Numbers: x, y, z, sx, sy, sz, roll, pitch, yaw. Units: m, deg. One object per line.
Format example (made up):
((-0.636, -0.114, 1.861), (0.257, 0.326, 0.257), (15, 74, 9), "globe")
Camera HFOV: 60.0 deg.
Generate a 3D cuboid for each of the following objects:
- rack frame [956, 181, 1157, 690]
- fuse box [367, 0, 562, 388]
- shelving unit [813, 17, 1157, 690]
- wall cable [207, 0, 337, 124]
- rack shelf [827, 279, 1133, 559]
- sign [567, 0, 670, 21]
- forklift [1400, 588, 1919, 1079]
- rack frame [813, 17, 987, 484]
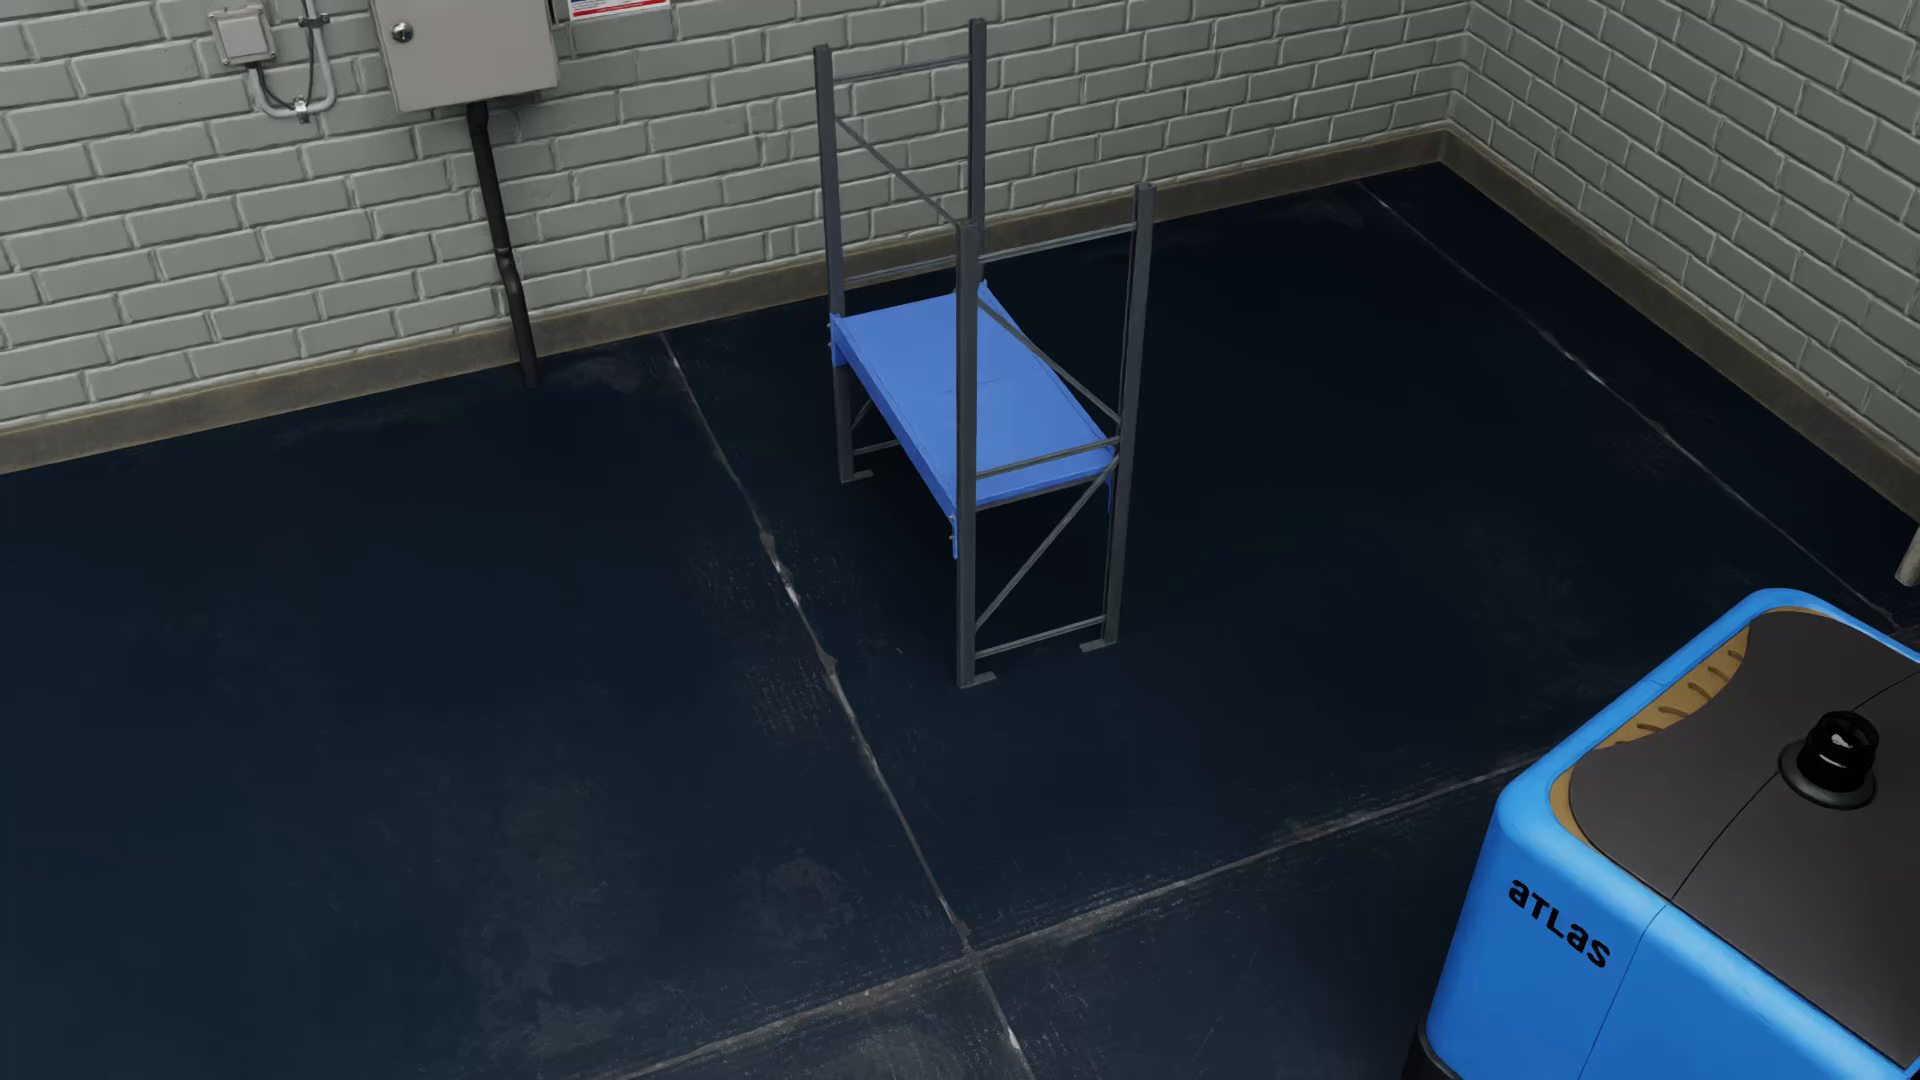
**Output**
((0.227, -0.211, 4.345), (0.500, 1.500, 0.032), (-15, 43, -17), "rack frame")
((-1.477, -1.195, 5.327), (0.539, 1.711, 0.414), (-15, 43, -17), "fuse box")
((0.033, -0.517, 4.701), (0.538, 1.500, 1.048), (-15, 43, -17), "shelving unit")
((-2.168, -1.994, 4.488), (0.588, 1.984, 0.122), (-15, 43, -17), "wall cable")
((0.033, -0.381, 4.819), (0.538, 0.185, 1.000), (-15, 43, -17), "rack shelf")
((-1.100, -1.896, 5.227), (0.329, 0.494, 0.001), (-15, 43, -17), "sign")
((2.299, 0.721, 2.164), (1.130, 2.935, 3.031), (-28, 48, -29), "forklift")
((-0.162, -0.823, 5.057), (0.500, 1.500, 0.032), (-15, 43, -17), "rack frame")
